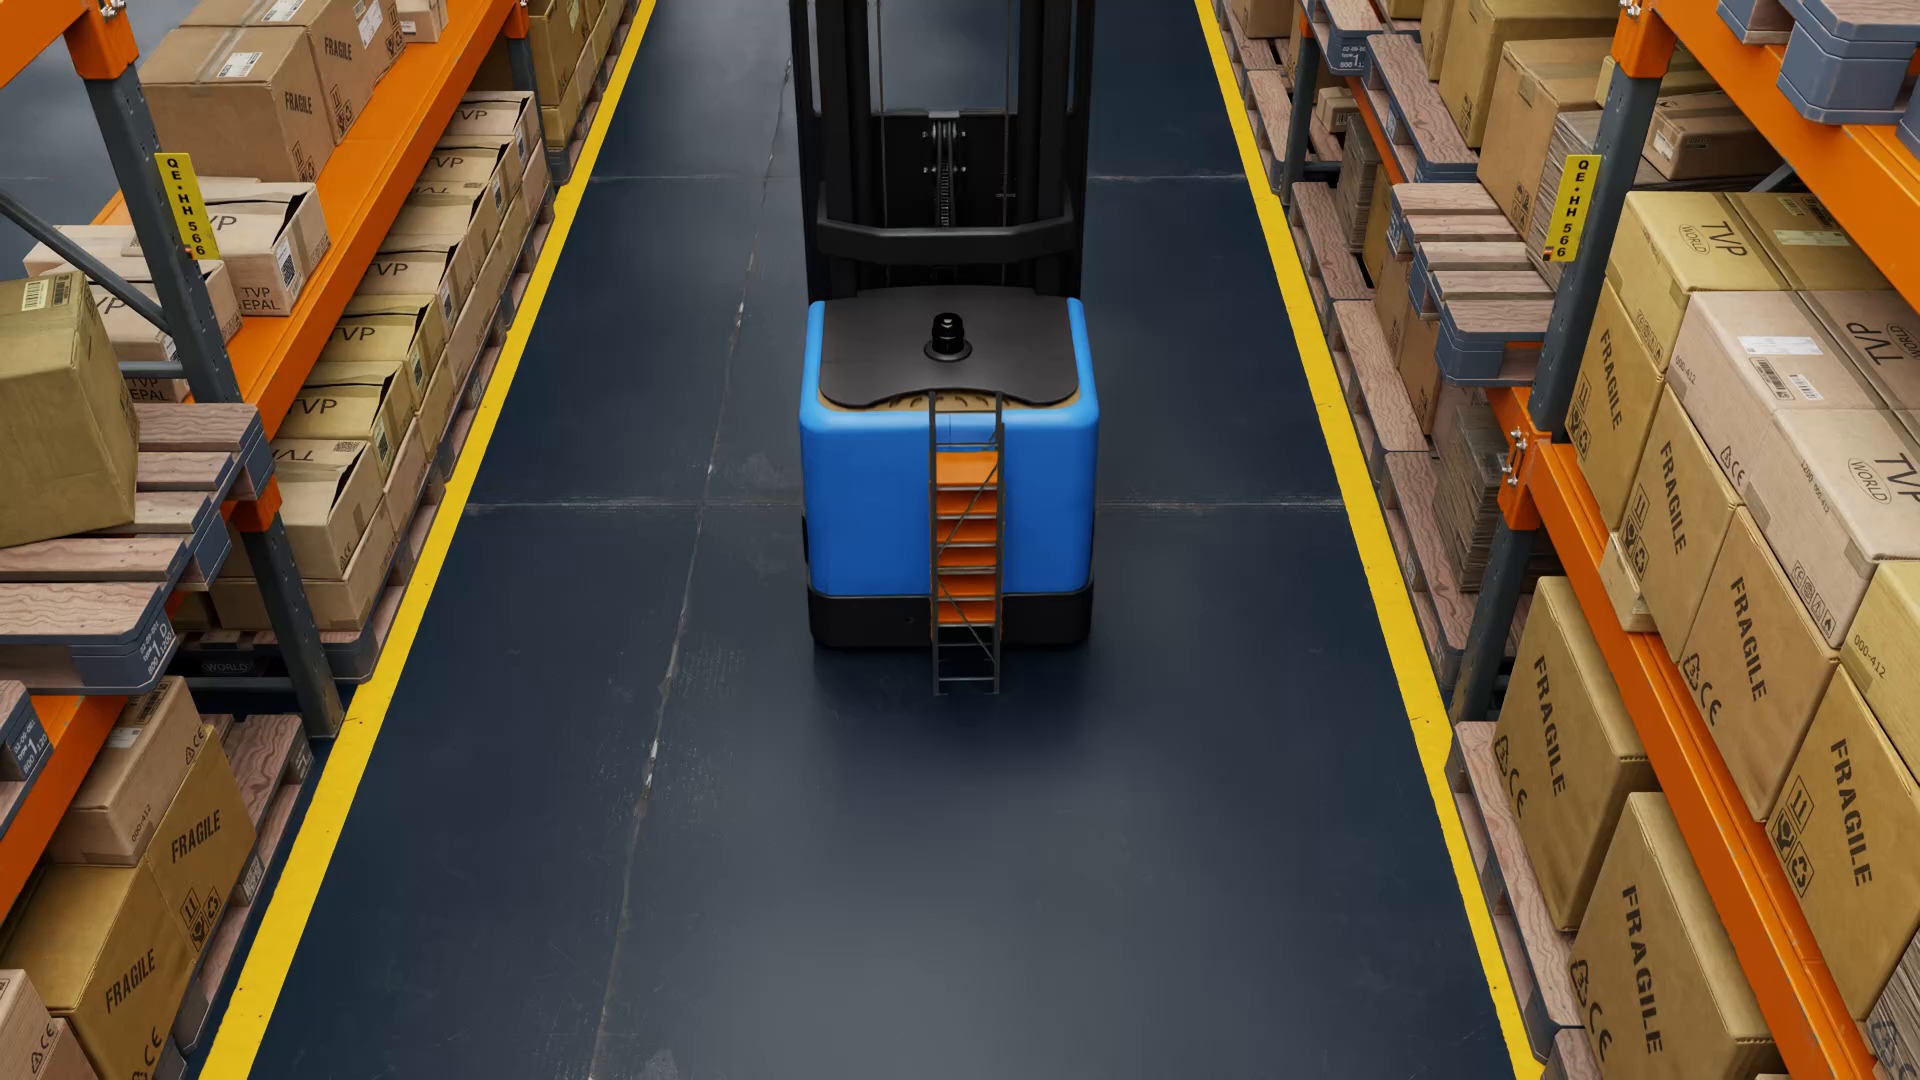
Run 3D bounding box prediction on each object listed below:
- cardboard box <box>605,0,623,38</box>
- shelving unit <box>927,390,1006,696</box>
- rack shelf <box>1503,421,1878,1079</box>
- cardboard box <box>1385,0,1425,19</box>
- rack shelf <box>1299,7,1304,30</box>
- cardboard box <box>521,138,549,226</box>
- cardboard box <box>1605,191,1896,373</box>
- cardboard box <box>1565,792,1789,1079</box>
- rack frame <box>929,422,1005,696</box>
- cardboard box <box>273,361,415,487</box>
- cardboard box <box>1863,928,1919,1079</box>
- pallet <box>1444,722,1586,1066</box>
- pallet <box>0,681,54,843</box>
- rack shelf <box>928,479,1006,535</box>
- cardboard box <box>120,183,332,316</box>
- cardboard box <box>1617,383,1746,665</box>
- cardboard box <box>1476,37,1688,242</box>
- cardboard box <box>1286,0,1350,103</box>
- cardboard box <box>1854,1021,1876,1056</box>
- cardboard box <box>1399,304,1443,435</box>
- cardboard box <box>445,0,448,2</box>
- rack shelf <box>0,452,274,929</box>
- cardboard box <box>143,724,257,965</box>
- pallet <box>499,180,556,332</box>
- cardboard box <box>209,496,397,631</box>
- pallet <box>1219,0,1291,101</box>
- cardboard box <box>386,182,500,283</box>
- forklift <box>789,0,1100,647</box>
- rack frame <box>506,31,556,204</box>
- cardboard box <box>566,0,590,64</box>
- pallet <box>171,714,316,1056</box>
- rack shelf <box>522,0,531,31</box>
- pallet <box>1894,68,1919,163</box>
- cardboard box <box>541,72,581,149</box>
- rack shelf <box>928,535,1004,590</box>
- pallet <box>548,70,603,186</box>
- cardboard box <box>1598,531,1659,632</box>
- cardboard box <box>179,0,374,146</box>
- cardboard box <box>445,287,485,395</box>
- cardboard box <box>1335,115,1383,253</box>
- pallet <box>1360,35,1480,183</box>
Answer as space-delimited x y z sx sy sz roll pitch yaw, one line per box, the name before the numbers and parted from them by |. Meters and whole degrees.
cardboard box | -2.402 -3.323 10.361 0.500 0.250 0.500 0 39 0
shelving unit | 0.021 0.039 5.742 0.258 1.200 0.189 -1 39 -1
rack shelf | 2.253 1.023 3.650 1.077 0.370 4.000 0 39 0
cardboard box | 2.206 -2.552 7.105 0.700 0.500 0.500 4 39 5
rack shelf | 2.244 -3.979 9.892 1.077 0.370 4.000 0 39 0
cardboard box | -2.417 -1.835 8.505 0.500 0.250 0.500 0 39 0
cardboard box | 1.994 -0.661 4.243 0.500 0.250 0.500 1 39 1
cardboard box | 2.115 1.175 4.269 0.750 0.750 0.750 0 39 0
rack frame | 0.023 0.096 5.671 0.240 1.200 0.006 -1 39 -1
cardboard box | -2.419 -0.468 6.350 0.500 0.311 0.500 -1 39 -1
cardboard box | 2.000 0.909 2.883 0.500 0.500 0.500 0 39 0
pallet | 2.176 1.073 5.242 1.003 0.211 1.213 0 39 0
pallet | -2.696 0.789 3.520 1.003 0.211 1.213 0 39 0
rack shelf | 0.021 -0.114 5.620 0.258 0.103 0.180 -1 39 -1
cardboard box | -2.510 -1.027 5.704 0.500 0.311 0.500 0 39 -1
cardboard box | 1.987 -0.039 4.067 0.500 0.500 0.500 1 39 1
cardboard box | 2.213 -1.362 5.619 0.700 0.500 0.500 -3 39 -4
cardboard box | 2.205 -2.855 9.561 0.500 0.500 0.500 -3 39 -3
cardboard box | 2.026 0.912 3.399 0.380 0.149 0.250 1 39 1
cardboard box | 2.285 -0.787 6.981 0.700 0.500 0.500 0 39 0
cardboard box | -2.663 -2.637 7.762 0.500 0.250 0.500 2 39 3
rack shelf | -2.701 1.029 3.642 1.077 0.370 4.000 0 39 0
cardboard box | -2.467 0.886 4.892 0.500 0.500 0.500 1 39 2
pallet | -2.668 -1.455 8.396 1.003 0.211 1.213 0 39 0
cardboard box | -2.410 0.079 6.115 0.500 0.250 0.500 0 39 0
pallet | 2.206 -3.106 10.457 1.003 0.211 1.213 0 39 0
cardboard box | -2.415 -1.423 7.541 0.500 0.311 0.500 0 39 0
forklift | -0.069 -1.644 6.458 1.130 2.935 3.031 -1 39 -1
rack frame | -2.707 -3.004 8.099 1.000 3.000 0.127 0 39 0
cardboard box | -2.403 -2.990 9.346 0.500 0.500 0.500 0 39 0
pallet | -2.740 1.053 5.267 1.003 0.211 1.213 0 39 0
rack shelf | -2.710 -3.974 9.885 1.077 0.370 4.000 0 39 0
pallet | 2.309 -0.503 2.731 1.003 0.211 1.213 2 39 2
cardboard box | -2.405 -2.385 9.190 0.500 0.250 0.500 0 39 0
rack shelf | 0.021 0.073 5.770 0.258 0.103 0.180 -1 39 -1
pallet | -2.666 -2.413 9.592 1.003 0.211 1.213 0 39 0
cardboard box | 1.927 0.112 4.396 0.380 0.149 0.250 1 39 1
cardboard box | -2.722 -1.920 6.667 0.500 0.500 0.500 0 39 0
cardboard box | -2.418 -0.881 7.313 0.500 0.250 0.500 1 39 1
cardboard box | 2.264 -1.745 8.176 0.700 0.500 0.500 1 39 1
pallet | 2.208 -1.671 6.590 1.003 0.211 1.213 0 39 0
